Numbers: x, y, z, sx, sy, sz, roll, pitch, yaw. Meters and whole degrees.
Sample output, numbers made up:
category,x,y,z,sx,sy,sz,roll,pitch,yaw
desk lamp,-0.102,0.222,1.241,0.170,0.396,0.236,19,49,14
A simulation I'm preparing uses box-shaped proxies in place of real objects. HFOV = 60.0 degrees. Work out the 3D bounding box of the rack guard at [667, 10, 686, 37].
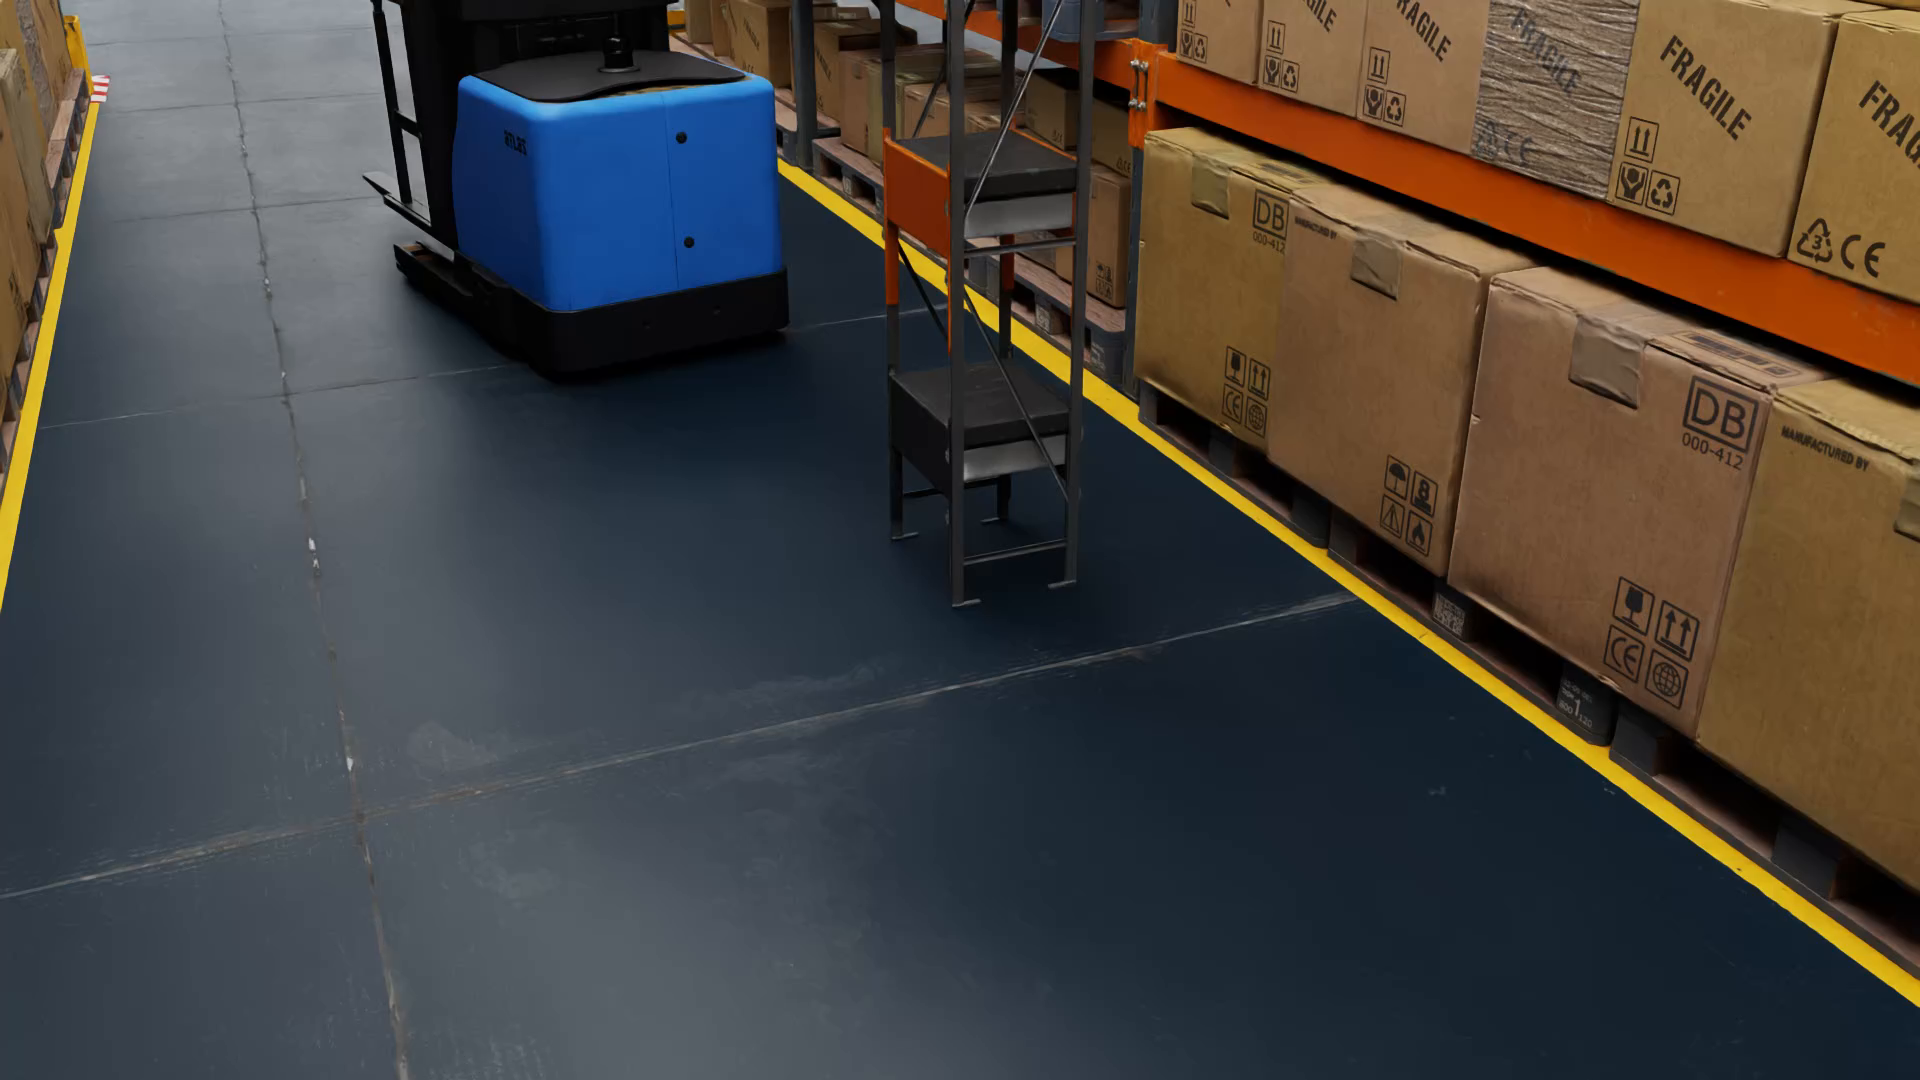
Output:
category,x,y,z,sx,sy,sz,roll,pitch,yaw
rack guard,-1.997,-4.050,12.975,1.175,0.500,0.348,-11,28,-21

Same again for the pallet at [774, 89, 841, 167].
category,x,y,z,sx,sy,sz,roll,pitch,yaw
pallet,-0.756,-2.601,10.337,1.003,0.211,1.213,-11,28,-21

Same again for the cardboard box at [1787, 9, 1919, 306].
category,x,y,z,sx,sy,sz,roll,pitch,yaw
cardboard box,2.051,-0.747,3.248,0.500,0.500,0.500,-10,28,-19

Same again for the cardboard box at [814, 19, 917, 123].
category,x,y,z,sx,sy,sz,roll,pitch,yaw
cardboard box,-0.580,-2.823,9.983,0.500,0.500,0.500,-11,28,-22

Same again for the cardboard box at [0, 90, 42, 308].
category,x,y,z,sx,sy,sz,roll,pitch,yaw
cardboard box,-4.364,-1.330,6.641,1.050,0.750,0.750,-11,28,-21

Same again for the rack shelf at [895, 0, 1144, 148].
category,x,y,z,sx,sy,sz,roll,pitch,yaw
rack shelf,0.323,-2.458,7.686,1.077,0.370,4.000,-11,28,-21

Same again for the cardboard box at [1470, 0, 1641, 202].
category,x,y,z,sx,sy,sz,roll,pitch,yaw
cardboard box,1.648,-1.160,4.093,0.500,0.500,0.500,-10,28,-20

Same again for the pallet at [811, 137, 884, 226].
category,x,y,z,sx,sy,sz,roll,pitch,yaw
pallet,-0.154,-2.022,9.151,1.003,0.211,1.213,-11,28,-21

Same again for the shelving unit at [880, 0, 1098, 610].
category,x,y,z,sx,sy,sz,roll,pitch,yaw
shelving unit,0.065,-0.877,4.652,0.431,2.100,0.503,-11,28,-21

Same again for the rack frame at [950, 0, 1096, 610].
category,x,y,z,sx,sy,sz,roll,pitch,yaw
rack frame,0.160,-0.778,4.451,0.400,2.100,0.015,-11,28,-21

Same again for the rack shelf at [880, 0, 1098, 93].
category,x,y,z,sx,sy,sz,roll,pitch,yaw
rack shelf,0.065,-1.493,4.351,0.431,0.518,0.480,-11,28,-21

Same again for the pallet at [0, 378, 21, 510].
category,x,y,z,sx,sy,sz,roll,pitch,yaw
pallet,-3.737,-0.241,5.503,1.003,0.211,1.213,-11,28,-21

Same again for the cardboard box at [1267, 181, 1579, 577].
category,x,y,z,sx,sy,sz,roll,pitch,yaw
cardboard box,1.699,-0.565,4.931,1.225,0.875,0.875,-10,28,-20

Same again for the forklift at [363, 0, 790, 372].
category,x,y,z,sx,sy,sz,roll,pitch,yaw
forklift,-1.964,-2.559,7.151,1.130,2.935,3.031,-17,31,-31

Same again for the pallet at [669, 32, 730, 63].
category,x,y,z,sx,sy,sz,roll,pitch,yaw
pallet,-1.712,-3.586,12.354,1.003,0.211,1.213,-11,28,-21

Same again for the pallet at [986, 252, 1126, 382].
category,x,y,z,sx,sy,sz,roll,pitch,yaw
pallet,0.801,-1.037,7.133,1.003,0.211,1.213,-11,28,-21

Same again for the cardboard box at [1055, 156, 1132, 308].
category,x,y,z,sx,sy,sz,roll,pitch,yaw
cardboard box,0.825,-1.316,6.874,0.700,0.500,0.500,-12,29,-23

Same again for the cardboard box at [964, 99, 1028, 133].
category,x,y,z,sx,sy,sz,roll,pitch,yaw
cardboard box,0.368,-1.765,7.794,0.700,0.500,0.500,-8,27,-16

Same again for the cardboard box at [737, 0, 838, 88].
category,x,y,z,sx,sy,sz,roll,pitch,yaw
cardboard box,-1.127,-3.290,10.940,0.500,0.500,0.500,-13,29,-25

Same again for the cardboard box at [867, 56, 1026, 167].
category,x,y,z,sx,sy,sz,roll,pitch,yaw
cardboard box,-0.070,-2.216,8.718,0.700,0.500,0.500,-11,28,-21

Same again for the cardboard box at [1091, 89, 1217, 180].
category,x,y,z,sx,sy,sz,roll,pitch,yaw
cardboard box,0.816,-1.651,6.706,0.500,0.250,0.500,-9,28,-19

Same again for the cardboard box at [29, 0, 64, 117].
category,x,y,z,sx,sy,sz,roll,pitch,yaw
cardboard box,-5.957,-3.009,9.938,0.875,0.875,0.875,-11,28,-21

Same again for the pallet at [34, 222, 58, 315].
category,x,y,z,sx,sy,sz,roll,pitch,yaw
pallet,-4.692,-1.226,7.521,1.003,0.211,1.213,-11,28,-21

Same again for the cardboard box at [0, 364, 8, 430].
category,x,y,z,sx,sy,sz,roll,pitch,yaw
cardboard box,-3.653,-0.602,5.150,1.050,0.750,0.750,-11,28,-21

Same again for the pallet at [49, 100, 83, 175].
category,x,y,z,sx,sy,sz,roll,pitch,yaw
pallet,-5.771,-2.338,9.799,1.003,0.211,1.213,-11,28,-21

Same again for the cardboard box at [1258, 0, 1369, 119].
category,x,y,z,sx,sy,sz,roll,pitch,yaw
cardboard box,1.250,-1.569,4.930,0.500,0.500,0.500,-11,28,-22

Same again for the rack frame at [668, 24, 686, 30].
category,x,y,z,sx,sy,sz,roll,pitch,yaw
rack frame,-2.027,-5.204,12.490,1.000,3.000,0.127,-11,28,-21

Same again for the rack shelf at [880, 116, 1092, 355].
category,x,y,z,sx,sy,sz,roll,pitch,yaw
rack shelf,0.065,-0.864,4.658,0.431,0.518,0.480,-11,28,-21

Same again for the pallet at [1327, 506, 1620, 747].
category,x,y,z,sx,sy,sz,roll,pitch,yaw
pallet,1.819,0.102,4.801,1.003,0.211,1.213,-11,28,-21

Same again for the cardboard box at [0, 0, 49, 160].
category,x,y,z,sx,sy,sz,roll,pitch,yaw
cardboard box,-5.246,-2.278,8.439,0.875,0.875,0.875,-10,28,-20

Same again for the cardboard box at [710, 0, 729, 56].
category,x,y,z,sx,sy,sz,roll,pitch,yaw
cardboard box,-1.532,-3.779,11.942,0.500,0.500,0.500,-3,26,-7

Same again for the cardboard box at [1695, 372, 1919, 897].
category,x,y,z,sx,sy,sz,roll,pitch,yaw
cardboard box,2.403,0.152,3.464,1.225,0.875,0.875,-10,28,-20

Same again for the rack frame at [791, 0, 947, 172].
category,x,y,z,sx,sy,sz,roll,pitch,yaw
rack frame,-0.460,-3.589,9.182,1.000,3.000,0.127,-11,28,-21
